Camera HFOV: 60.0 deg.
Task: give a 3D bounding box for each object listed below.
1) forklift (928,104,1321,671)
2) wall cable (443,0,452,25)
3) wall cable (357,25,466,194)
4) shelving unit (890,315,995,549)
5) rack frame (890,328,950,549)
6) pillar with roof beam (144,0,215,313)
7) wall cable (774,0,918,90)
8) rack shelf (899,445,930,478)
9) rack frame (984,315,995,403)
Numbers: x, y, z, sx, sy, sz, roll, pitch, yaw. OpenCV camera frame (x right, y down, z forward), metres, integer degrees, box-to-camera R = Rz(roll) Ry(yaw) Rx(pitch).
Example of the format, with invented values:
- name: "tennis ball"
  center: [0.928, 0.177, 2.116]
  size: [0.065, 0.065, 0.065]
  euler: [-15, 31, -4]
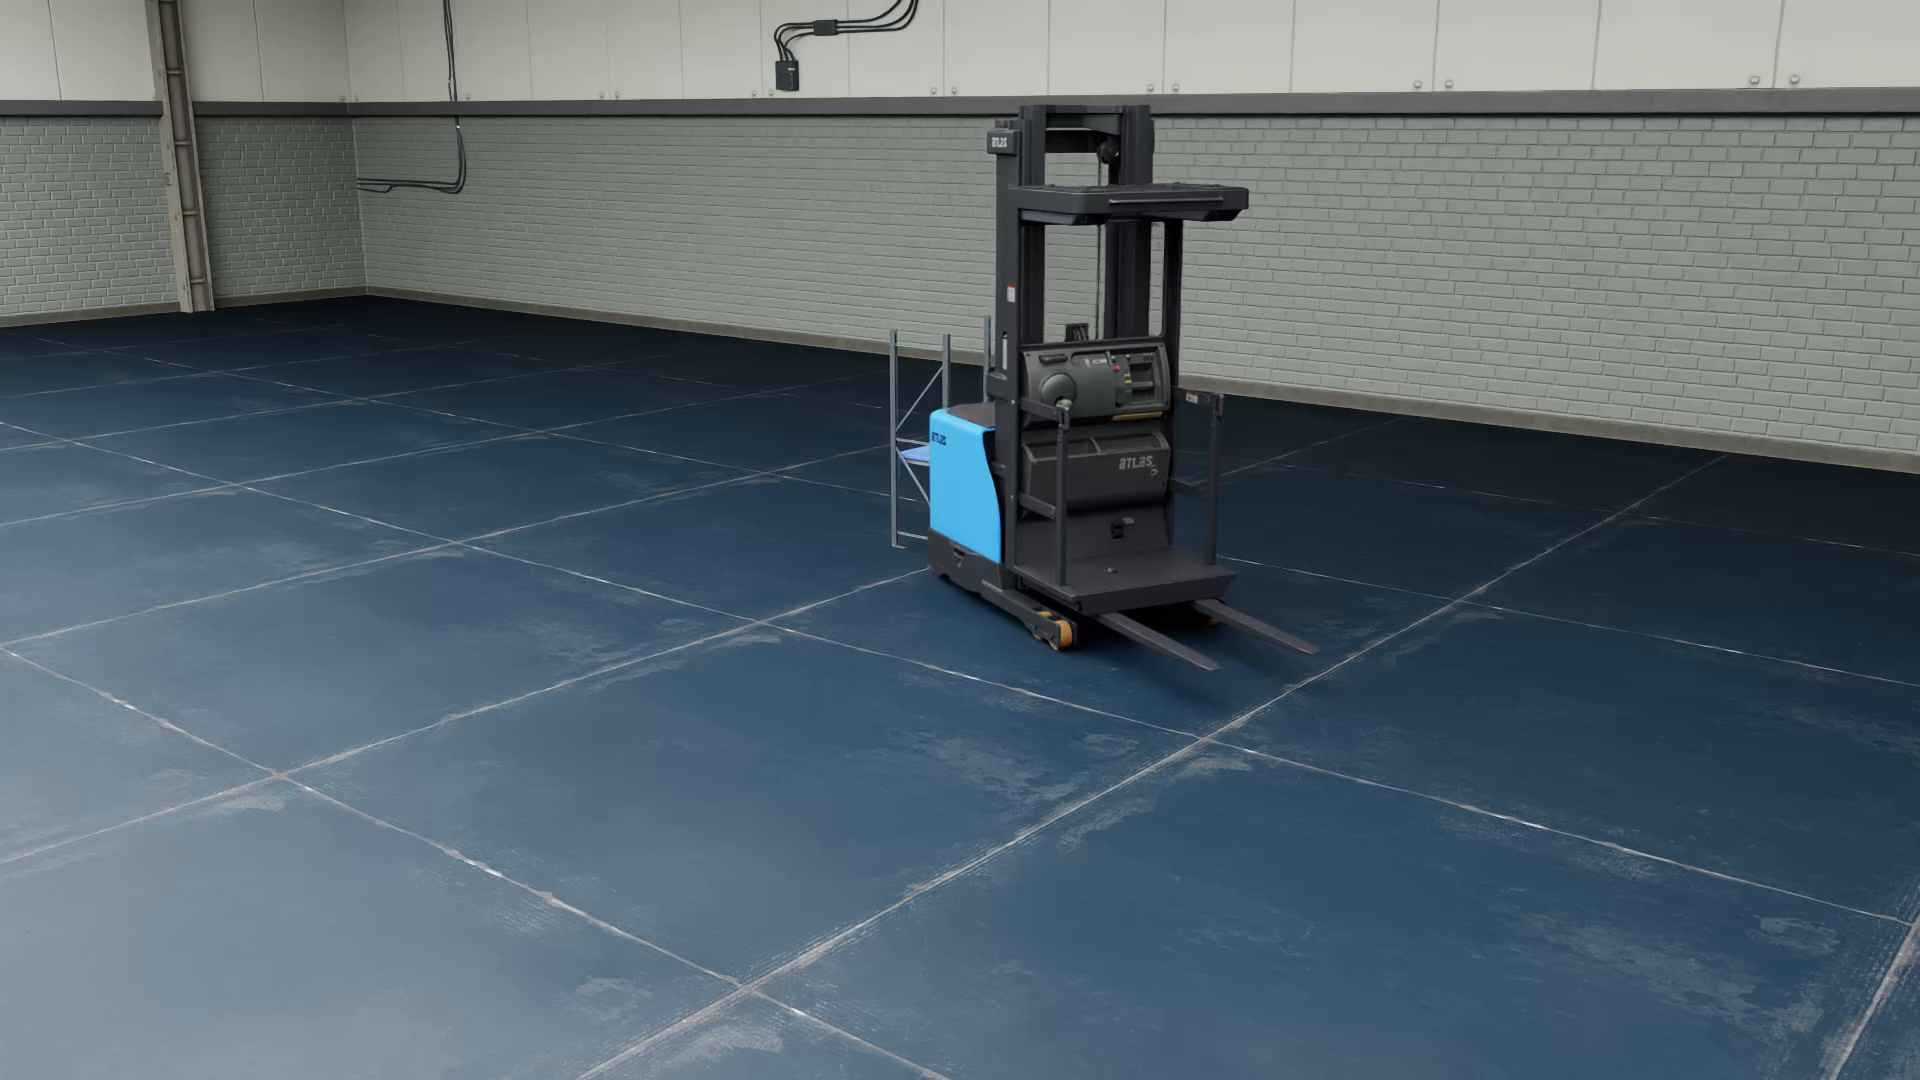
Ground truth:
- name: "forklift"
  center: [0.884, -0.934, 9.348]
  size: [1.130, 2.935, 3.031]
  euler: [-7, 16, -25]
- name: "wall cable"
  center: [-6.667, -8.748, 23.831]
  size: [3.097, 2.526, 0.112]
  euler: [11, 18, 38]
- name: "wall cable"
  center: [-8.771, -6.719, 26.101]
  size: [3.097, 2.526, 0.112]
  euler: [11, 18, 38]
- name: "shelving unit"
  center: [0.054, -0.743, 11.503]
  size: [0.538, 1.500, 1.048]
  euler: [11, 18, 38]
- name: "rack frame"
  center: [-0.266, -0.646, 11.119]
  size: [0.500, 1.500, 0.032]
  euler: [11, 18, 38]
- name: "pillar with roof beam"
  center: [-8.303, -7.198, 21.680]
  size: [9.100, 9.000, 0.400]
  euler: [11, 18, 38]
- name: "wall cable"
  center: [-1.397, -8.400, 19.505]
  size: [2.305, 6.003, 0.169]
  euler: [11, 18, 38]
- name: "rack shelf"
  center: [0.054, -0.569, 11.547]
  size: [0.538, 0.185, 1.000]
  euler: [11, 18, 38]
- name: "rack frame"
  center: [0.373, -0.841, 11.886]
  size: [0.500, 1.500, 0.032]
  euler: [11, 18, 38]
